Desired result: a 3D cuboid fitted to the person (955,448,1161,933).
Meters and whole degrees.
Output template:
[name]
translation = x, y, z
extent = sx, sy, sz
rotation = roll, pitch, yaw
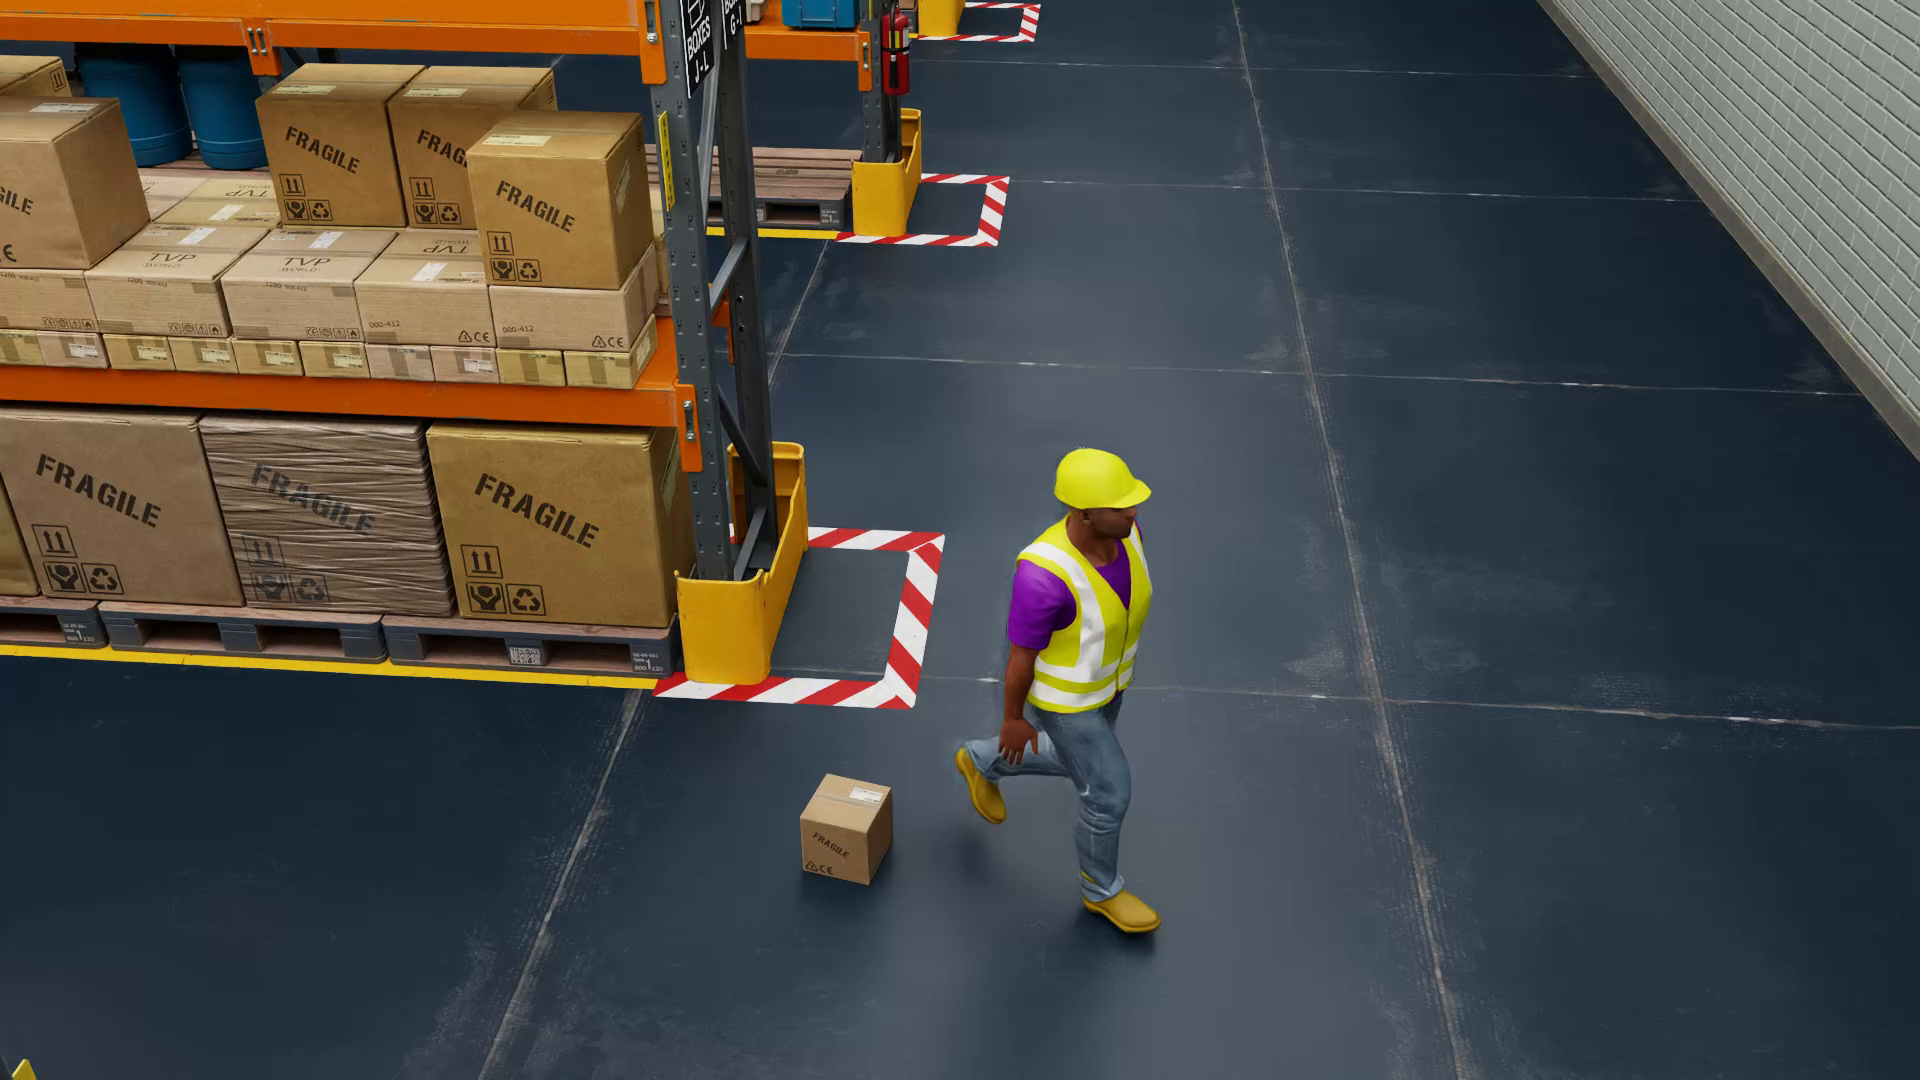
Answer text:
[person]
translation = 0.333, 0.433, 5.420
extent = 0.921, 1.735, 0.610
rotation = 20, 37, 28
